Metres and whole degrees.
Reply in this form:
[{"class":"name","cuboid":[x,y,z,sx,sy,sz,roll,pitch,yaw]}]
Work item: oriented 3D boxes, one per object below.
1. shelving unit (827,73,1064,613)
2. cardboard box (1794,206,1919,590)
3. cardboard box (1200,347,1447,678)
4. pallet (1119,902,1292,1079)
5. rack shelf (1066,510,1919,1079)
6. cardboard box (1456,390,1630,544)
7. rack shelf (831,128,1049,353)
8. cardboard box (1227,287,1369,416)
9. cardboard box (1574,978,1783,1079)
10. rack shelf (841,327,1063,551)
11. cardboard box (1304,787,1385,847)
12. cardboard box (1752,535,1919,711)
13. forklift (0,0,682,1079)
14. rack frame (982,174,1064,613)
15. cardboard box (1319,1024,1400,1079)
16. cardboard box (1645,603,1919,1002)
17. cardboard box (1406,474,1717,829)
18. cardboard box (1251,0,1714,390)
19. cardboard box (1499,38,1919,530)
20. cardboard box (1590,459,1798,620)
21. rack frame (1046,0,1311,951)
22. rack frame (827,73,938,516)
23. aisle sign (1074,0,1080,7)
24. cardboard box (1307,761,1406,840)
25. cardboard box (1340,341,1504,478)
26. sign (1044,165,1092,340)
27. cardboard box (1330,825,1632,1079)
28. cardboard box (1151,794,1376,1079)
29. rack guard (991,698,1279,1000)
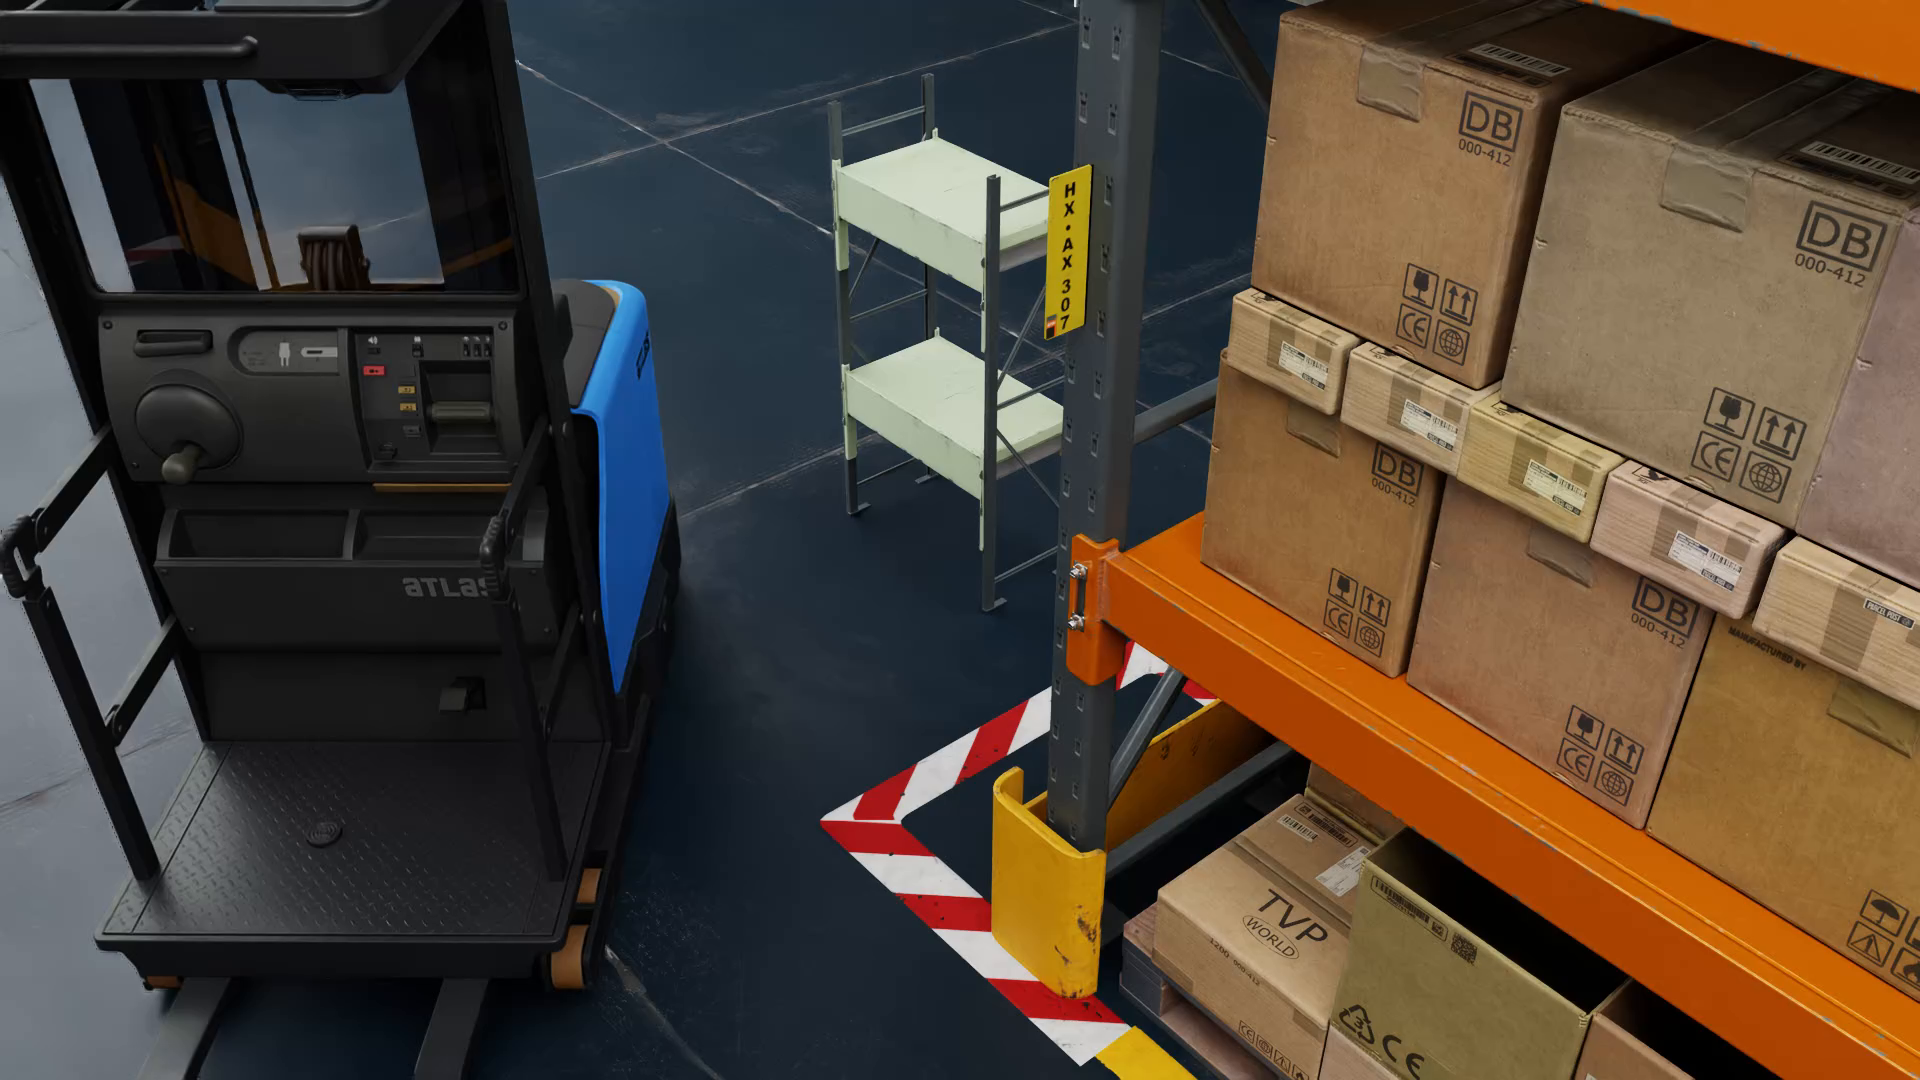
[{"class":"shelving unit","cuboid":[-0.004,-0.615,5.321,0.431,1.500,0.755,-26,43,-32]},{"class":"cardboard box","cuboid":[1.622,-0.232,2.274,0.700,0.500,0.500,-26,43,-32]},{"class":"cardboard box","cuboid":[0.919,-0.179,3.320,0.700,0.500,0.500,-26,43,-32]},{"class":"pallet","cuboid":[1.153,1.111,3.998,1.003,0.211,1.213,-26,43,-32]},{"class":"rack shelf","cuboid":[1.918,0.828,2.608,1.077,0.370,4.000,-26,43,-32]},{"class":"cardboard box","cuboid":[1.048,-0.174,2.753,0.380,0.149,0.250,-26,43,-32]},{"class":"rack shelf","cuboid":[-0.004,-0.933,5.095,0.431,0.370,0.720,-26,43,-32]},{"class":"cardboard box","cuboid":[0.716,-0.401,3.073,0.380,0.149,0.250,-26,43,-32]},{"class":"cardboard box","cuboid":[1.460,1.052,3.037,0.500,0.500,0.500,-26,43,-32]},{"class":"rack shelf","cuboid":[-0.004,-0.349,5.509,0.431,0.370,0.720,-26,43,-32]},{"class":"cardboard box","cuboid":[1.199,0.729,4.142,0.500,0.250,0.500,-26,43,-32]},{"class":"cardboard box","cuboid":[1.383,0.054,2.430,0.380,0.149,0.250,-28,44,-33]},{"class":"forklift","cuboid":[-1.458,-0.255,3.575,1.130,2.935,3.031,0,35,0]},{"class":"rack frame","cuboid":[0.232,-0.453,5.093,0.400,1.500,0.023,-26,43,-32]},{"class":"cardboard box","cuboid":[1.129,1.141,3.559,0.500,0.250,0.500,-26,43,-32]},{"class":"cardboard box","cuboid":[1.577,0.273,2.683,0.700,0.500,0.500,-26,43,-31]},{"class":"cardboard box","cuboid":[1.261,0.051,2.996,0.700,0.500,0.500,-25,42,-31]},{"class":"cardboard box","cuboid":[0.953,-0.685,2.912,0.700,0.500,0.500,-26,43,-32]},{"class":"cardboard box","cuboid":[1.296,-0.455,2.587,0.700,0.500,0.500,-27,43,-33]},{"class":"cardboard box","cuboid":[1.209,-0.062,2.595,0.380,0.149,0.250,-27,43,-32]},{"class":"rack frame","cuboid":[0.627,-0.349,3.647,1.000,3.000,0.127,-26,43,-32]},{"class":"rack frame","cuboid":[-0.241,-0.777,5.549,0.400,1.500,0.023,-26,43,-32]},{"class":"aisle sign","cuboid":[0.351,-1.324,2.775,0.394,0.787,0.004,-26,43,-32]},{"class":"cardboard box","cuboid":[1.201,0.422,3.926,0.500,0.500,0.500,-26,43,-32]},{"class":"cardboard box","cuboid":[0.888,-0.285,2.910,0.380,0.149,0.250,-27,43,-33]},{"class":"sign","cuboid":[0.199,-0.530,3.085,0.100,0.325,0.005,-26,43,-32]},{"class":"cardboard box","cuboid":[1.127,0.836,3.342,0.500,0.500,0.500,-26,43,-32]},{"class":"cardboard box","cuboid":[0.803,0.922,3.869,0.500,0.250,0.500,-26,43,-32]},{"class":"rack guard","cuboid":[0.612,0.661,4.384,1.175,0.500,0.348,-26,43,-32]}]
